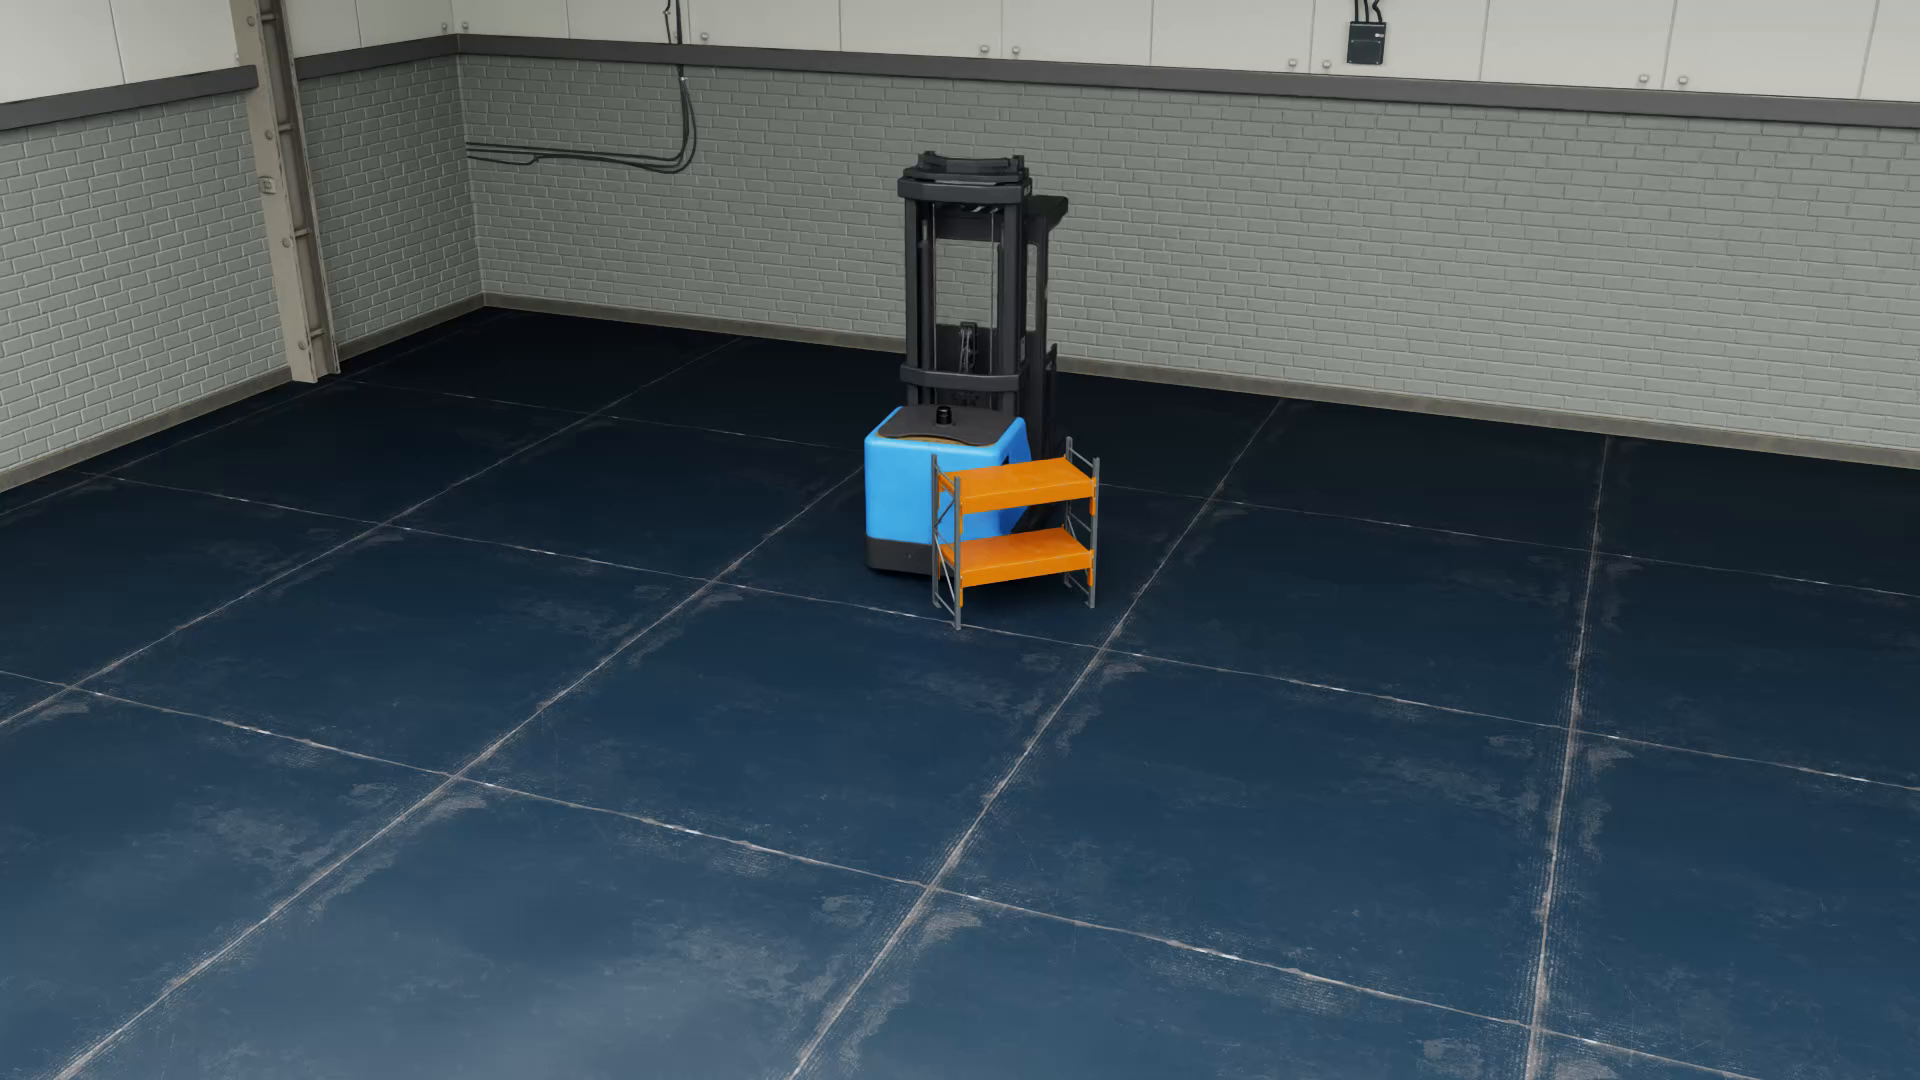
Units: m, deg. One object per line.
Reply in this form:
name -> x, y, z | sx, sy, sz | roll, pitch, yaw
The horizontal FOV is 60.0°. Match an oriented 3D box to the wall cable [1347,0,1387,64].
wall cable -> 4.551, -6.896, 13.395 | 2.305, 6.003, 0.169 | 9, 24, 20

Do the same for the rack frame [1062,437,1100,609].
rack frame -> 0.855, -0.124, 11.810 | 0.032, 1.125, 0.500 | -8, 24, -19

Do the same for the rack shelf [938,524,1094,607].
rack shelf -> 0.379, 0.170, 11.739 | 1.000, 0.278, 0.538 | -8, 24, -19

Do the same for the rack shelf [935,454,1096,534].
rack shelf -> 0.379, -0.325, 11.532 | 1.000, 0.278, 0.538 | -8, 24, -19

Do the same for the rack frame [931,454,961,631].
rack frame -> -0.097, 0.014, 11.481 | 0.032, 1.125, 0.500 | -8, 24, -19

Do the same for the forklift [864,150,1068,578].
forklift -> 0.196, -1.592, 12.980 | 1.130, 2.935, 3.031 | 6, 24, 15

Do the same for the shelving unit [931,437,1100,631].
shelving unit -> 0.379, -0.055, 11.645 | 1.048, 1.125, 0.538 | -8, 24, -19

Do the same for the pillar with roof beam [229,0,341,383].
pillar with roof beam -> -2.583, -5.211, 13.771 | 9.100, 9.000, 0.400 | 9, 24, 20

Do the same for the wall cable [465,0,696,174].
wall cable -> -4.258, -5.259, 17.916 | 3.097, 2.526, 0.112 | 9, 24, 20
